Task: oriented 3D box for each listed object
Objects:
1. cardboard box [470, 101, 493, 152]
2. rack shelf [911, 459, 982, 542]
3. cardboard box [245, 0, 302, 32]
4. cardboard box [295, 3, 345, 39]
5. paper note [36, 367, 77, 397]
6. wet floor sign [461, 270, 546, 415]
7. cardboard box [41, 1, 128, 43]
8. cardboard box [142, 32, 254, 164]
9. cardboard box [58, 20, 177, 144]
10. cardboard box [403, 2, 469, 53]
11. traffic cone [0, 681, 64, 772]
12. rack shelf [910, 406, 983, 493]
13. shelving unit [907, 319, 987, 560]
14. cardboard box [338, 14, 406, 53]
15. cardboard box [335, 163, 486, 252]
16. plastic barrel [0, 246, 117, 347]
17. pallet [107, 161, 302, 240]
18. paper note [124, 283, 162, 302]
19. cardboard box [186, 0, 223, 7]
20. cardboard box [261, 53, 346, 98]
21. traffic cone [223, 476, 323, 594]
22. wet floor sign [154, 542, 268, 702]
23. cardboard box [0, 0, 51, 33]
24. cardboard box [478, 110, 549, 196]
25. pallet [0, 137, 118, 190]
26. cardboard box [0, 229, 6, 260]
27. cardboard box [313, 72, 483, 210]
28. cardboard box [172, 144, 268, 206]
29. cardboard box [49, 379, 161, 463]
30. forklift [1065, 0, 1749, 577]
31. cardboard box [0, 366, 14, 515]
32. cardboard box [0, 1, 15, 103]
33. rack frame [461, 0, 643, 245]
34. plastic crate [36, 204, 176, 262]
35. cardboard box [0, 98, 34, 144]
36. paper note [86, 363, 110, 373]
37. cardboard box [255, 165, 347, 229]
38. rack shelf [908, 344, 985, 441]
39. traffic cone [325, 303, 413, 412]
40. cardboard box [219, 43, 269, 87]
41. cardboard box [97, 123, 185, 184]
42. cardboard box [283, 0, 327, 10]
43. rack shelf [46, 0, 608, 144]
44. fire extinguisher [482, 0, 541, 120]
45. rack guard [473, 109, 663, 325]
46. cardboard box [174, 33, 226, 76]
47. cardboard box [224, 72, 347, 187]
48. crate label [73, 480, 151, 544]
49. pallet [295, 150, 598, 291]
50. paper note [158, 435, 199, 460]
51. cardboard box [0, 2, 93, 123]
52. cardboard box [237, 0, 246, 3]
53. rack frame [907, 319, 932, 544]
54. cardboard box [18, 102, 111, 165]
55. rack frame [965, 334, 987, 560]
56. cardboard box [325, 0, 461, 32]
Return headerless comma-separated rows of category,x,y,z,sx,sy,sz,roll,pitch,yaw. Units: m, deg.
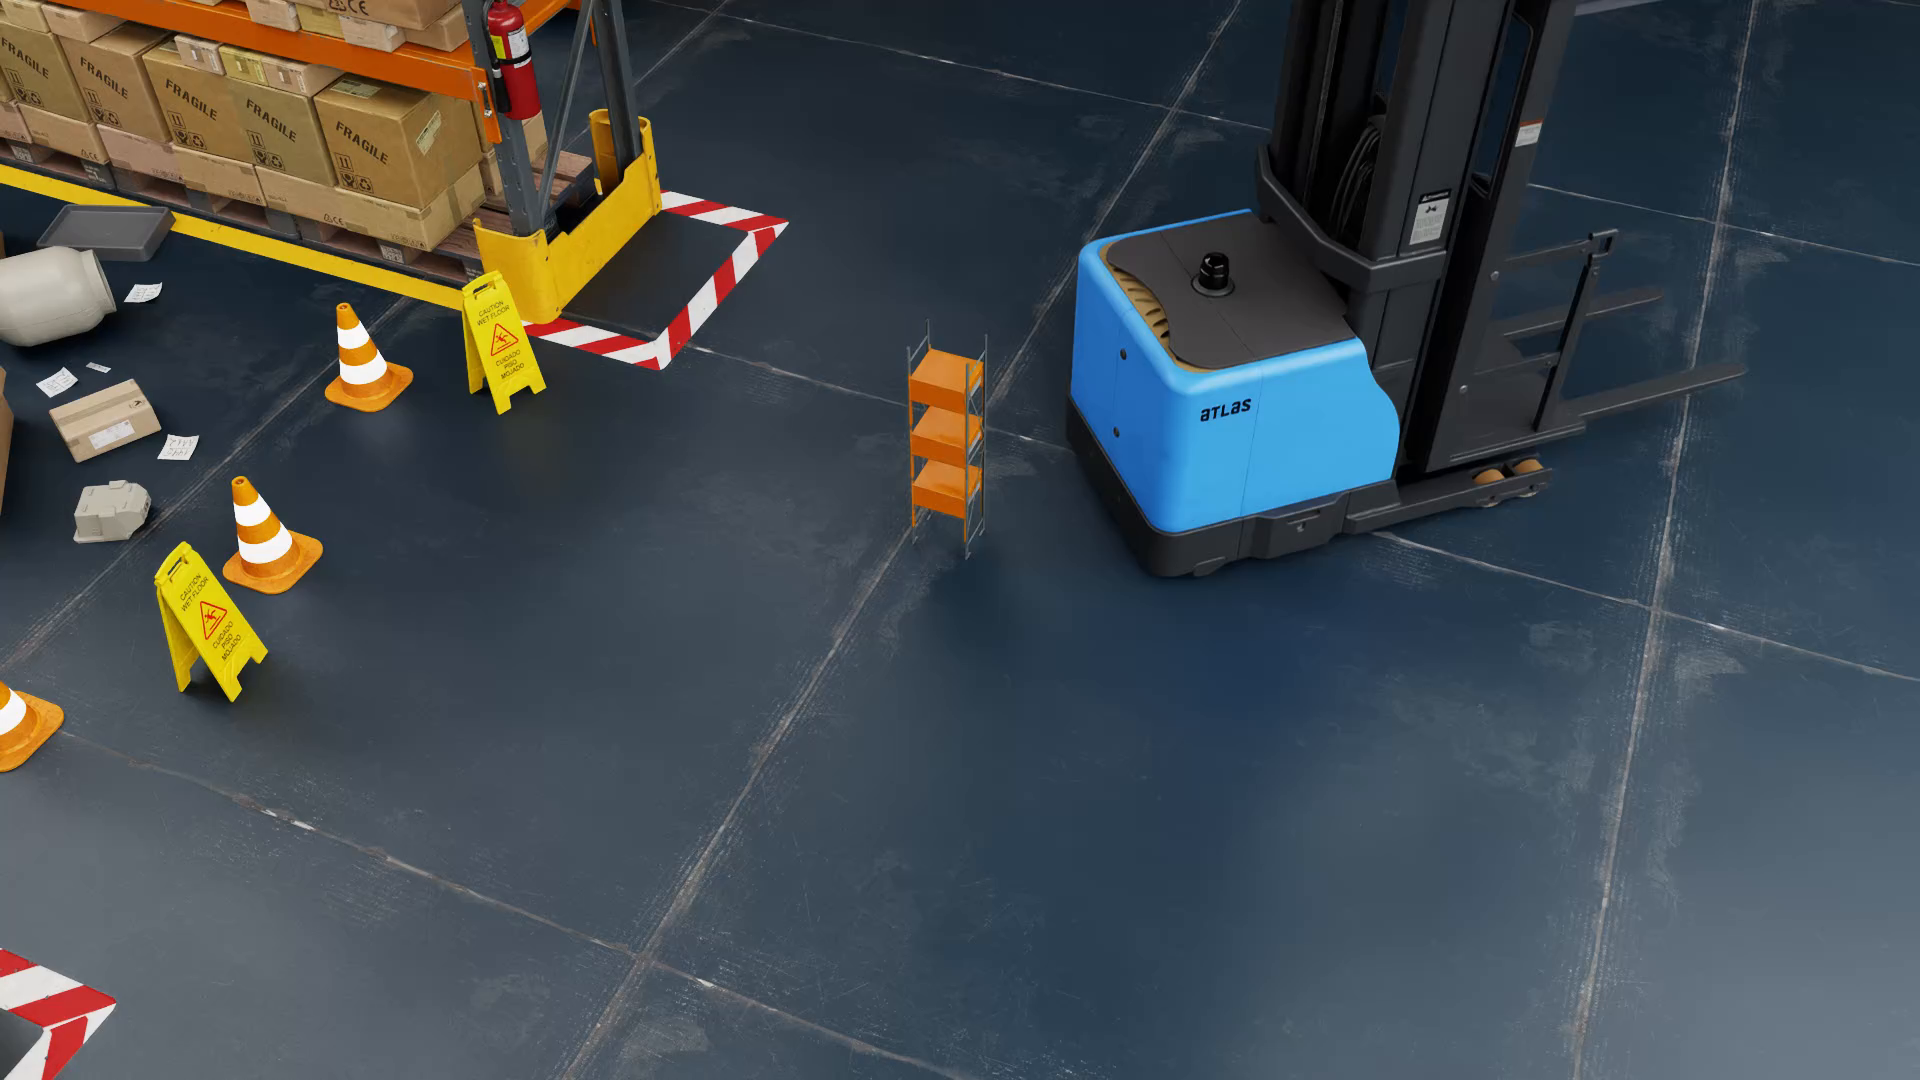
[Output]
cardboard box,-2.542,-2.357,8.451,0.500,0.500,0.500,15,47,15
rack shelf,-0.049,-0.182,6.937,0.240,0.259,0.215,16,47,16
cardboard box,-3.063,-2.515,7.668,0.250,0.149,0.380,17,47,17
cardboard box,-2.814,-2.465,7.618,0.250,0.149,0.380,16,47,15
paper note,-4.246,-0.744,7.823,0.142,0.019,0.148,33,54,29
wet floor sign,-2.118,-0.929,7.565,0.232,0.644,0.267,33,54,29
cardboard box,-4.316,-2.649,8.285,0.250,0.149,0.380,19,48,18
cardboard box,-3.667,-2.281,8.374,0.500,0.500,0.500,15,47,15
cardboard box,-4.156,-2.422,8.517,0.500,0.500,0.500,19,48,18
cardboard box,-2.309,-2.385,7.537,0.250,0.149,0.380,18,48,17
traffic cone,-3.637,0.569,6.189,0.334,0.463,0.336,16,47,16
rack shelf,-0.049,-0.379,6.741,0.240,0.259,0.215,16,47,16
shelving unit,-0.049,-0.387,6.733,0.252,1.050,0.215,16,47,16
cardboard box,-2.585,-2.381,7.534,0.250,0.149,0.380,16,47,15
cardboard box,-2.753,-1.737,8.359,0.500,0.250,0.500,16,47,16
plastic barrel,-4.371,-1.174,7.968,0.512,0.421,0.421,-20,48,-19
pallet,-3.810,-2.120,9.070,1.213,0.211,1.003,16,47,16
paper note,-4.082,-1.239,8.313,0.148,0.019,0.142,2,45,2
cardboard box,-3.516,-2.687,7.841,0.250,0.149,0.380,16,47,15
cardboard box,-3.086,-2.285,7.919,0.250,0.149,0.380,18,48,17
traffic cone,-2.889,-0.074,6.836,0.334,0.463,0.336,16,47,16
wet floor sign,-2.905,0.292,6.338,0.232,0.644,0.267,9,46,9
cardboard box,-4.565,-2.720,8.357,0.250,0.149,0.380,18,48,17
cardboard box,-2.519,-2.085,8.709,0.500,0.250,0.500,16,47,16
pallet,-4.940,-2.450,9.402,1.213,0.211,1.003,16,47,16
cardboard box,-5.108,-1.536,8.276,0.500,0.500,0.500,-20,48,-19
cardboard box,-2.721,-1.999,8.092,0.500,0.500,0.500,17,47,16
cardboard box,-3.691,-2.014,8.639,0.500,0.250,0.500,15,47,14
cardboard box,-3.868,-0.542,7.528,0.380,0.149,0.250,-28,51,-25
forklift,2.045,-1.520,6.538,3.031,2.935,1.130,-14,47,-14
cardboard box,-4.477,-0.456,7.190,0.637,0.503,0.797,-12,46,-12
cardboard box,-5.133,-2.702,8.798,0.500,0.500,0.500,19,48,18
rack frame,-1.881,-2.512,7.487,0.127,3.000,1.000,16,47,16
plastic crate,-4.440,-1.603,8.643,0.583,0.080,0.402,2,45,2
cardboard box,-5.133,-2.436,9.062,0.500,0.250,0.500,14,47,14
paper note,-4.097,-0.820,7.906,0.123,0.001,0.032,16,47,16
cardboard box,-3.206,-1.876,8.499,0.500,0.250,0.500,17,47,16
rack shelf,-0.049,-0.580,6.541,0.240,0.259,0.215,16,47,16
traffic cone,-2.775,-0.889,7.655,0.334,0.463,0.336,16,47,16
cardboard box,-3.317,-2.356,7.990,0.250,0.149,0.380,17,47,16
cardboard box,-4.145,-2.156,8.781,0.500,0.250,0.500,16,47,15
cardboard box,-2.949,-2.760,7.454,0.500,0.500,0.500,17,47,16
rack shelf,-3.727,-2.800,8.286,4.000,0.370,1.077,16,47,16
fire extinguisher,-1.953,-2.153,7.181,0.183,0.674,0.296,16,47,16
rack guard,-1.952,-1.646,8.389,0.348,0.500,1.175,16,47,16
cardboard box,-3.559,-2.428,8.063,0.250,0.149,0.380,18,48,18
cardboard box,-3.204,-2.139,8.232,0.500,0.500,0.500,18,48,17
crate label,-3.638,-0.132,7.125,0.298,0.136,0.250,-5,45,-5
pallet,-2.688,-1.787,8.736,1.213,0.211,1.003,16,47,16
paper note,-3.520,-0.420,7.489,0.142,0.019,0.148,2,45,2
cardboard box,-4.634,-2.564,8.659,0.500,0.500,0.500,18,48,17
cardboard box,-3.245,-2.676,7.830,0.250,0.149,0.380,17,47,16
rack frame,-0.162,-0.420,6.767,0.008,1.050,0.200,16,47,16
cardboard box,-4.636,-2.298,8.924,0.500,0.250,0.500,19,48,18
rack frame,0.063,-0.354,6.700,0.008,1.050,0.200,16,47,16
cardboard box,-2.488,-2.621,7.314,0.500,0.500,0.500,16,47,15
